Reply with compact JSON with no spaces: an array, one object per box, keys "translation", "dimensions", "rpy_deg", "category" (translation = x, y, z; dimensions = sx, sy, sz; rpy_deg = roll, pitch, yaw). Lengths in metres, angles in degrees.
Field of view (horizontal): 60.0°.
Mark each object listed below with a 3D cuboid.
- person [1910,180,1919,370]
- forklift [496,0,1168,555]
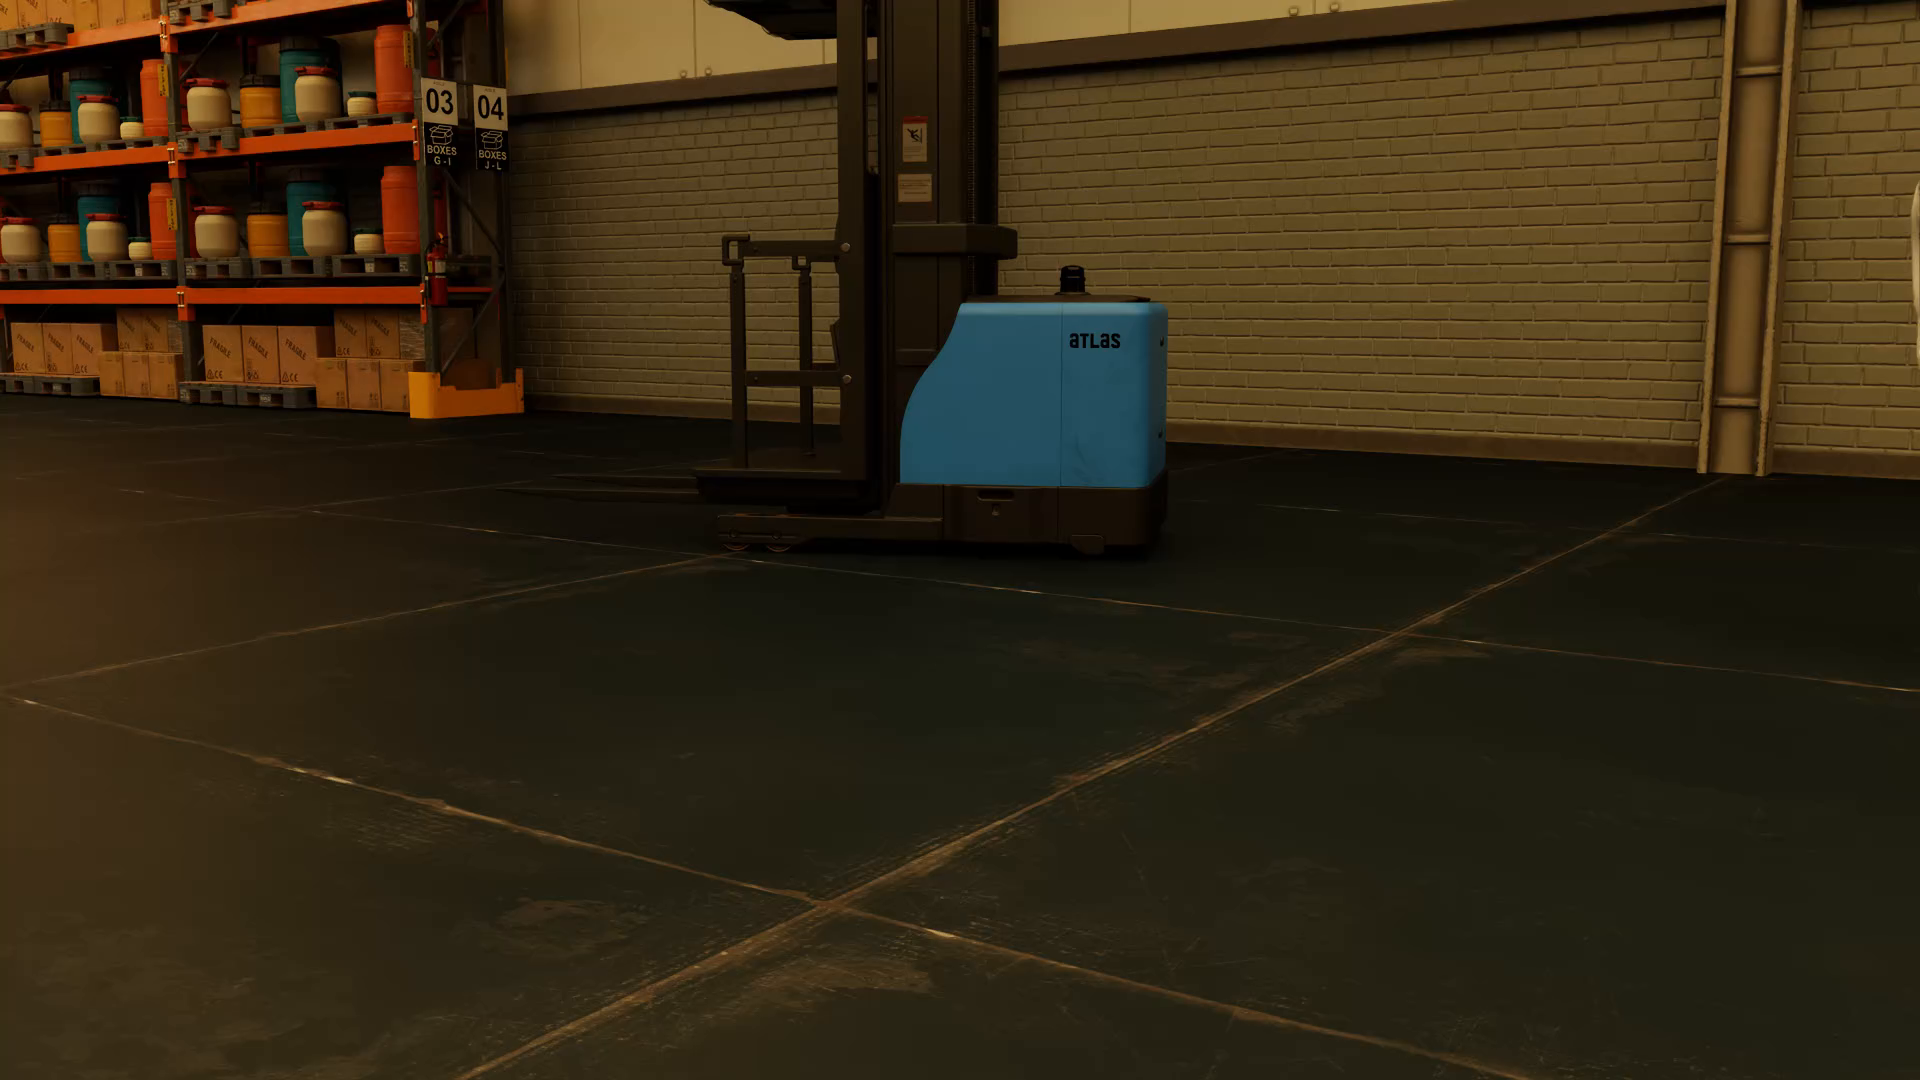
[{"translation":[3.196,-0.546,5.062],"dimensions":[0.577,1.782,0.656],"rpy_deg":[5,10,34],"category":"person"},{"translation":[-0.596,-1.469,7.520],"dimensions":[3.031,2.935,1.130],"rpy_deg":[2,8,12],"category":"forklift"}]
